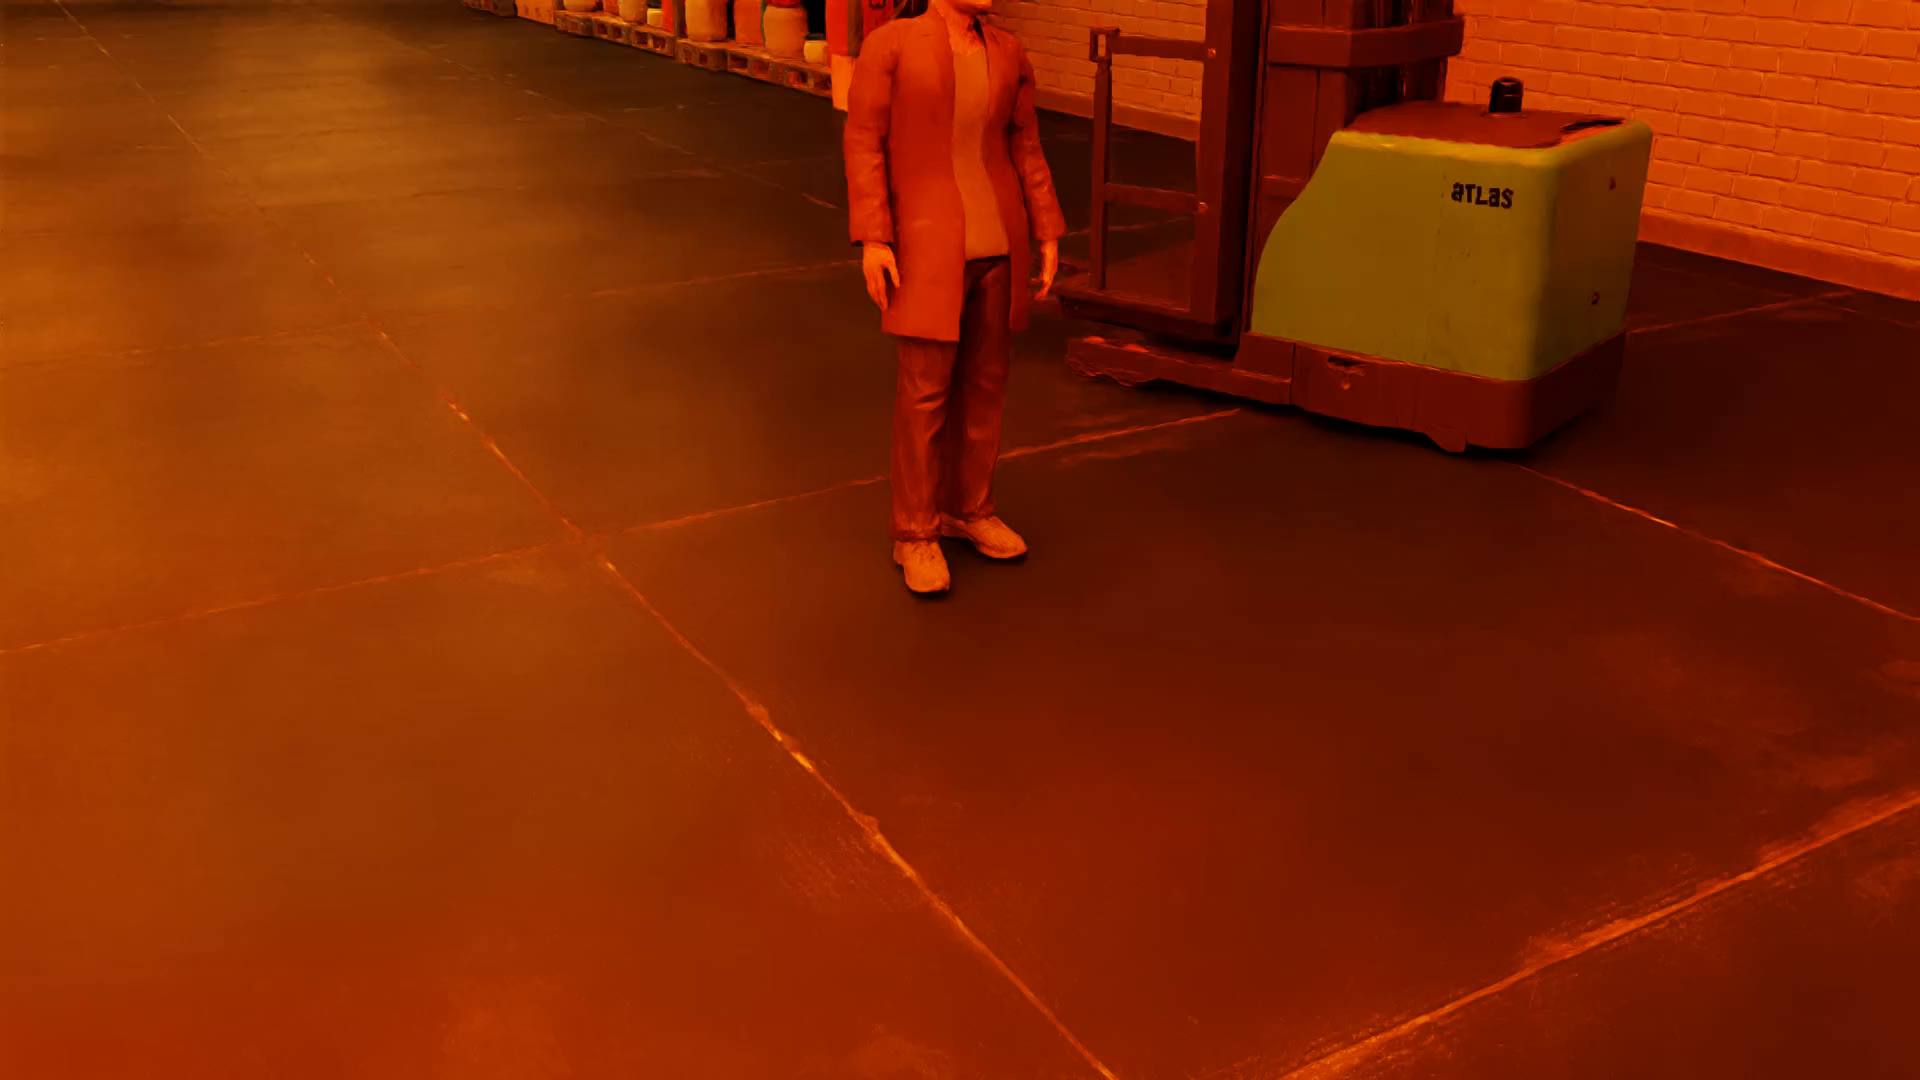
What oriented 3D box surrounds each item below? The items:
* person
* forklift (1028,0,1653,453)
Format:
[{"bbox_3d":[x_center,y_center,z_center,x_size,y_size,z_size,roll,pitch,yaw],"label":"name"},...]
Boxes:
[{"bbox_3d":[0.042,-0.798,4.719,0.694,1.776,0.580,-12,25,-28],"label":"person"},{"bbox_3d":[1.066,-2.104,6.401,3.031,2.935,1.130,18,28,36],"label":"forklift"}]
